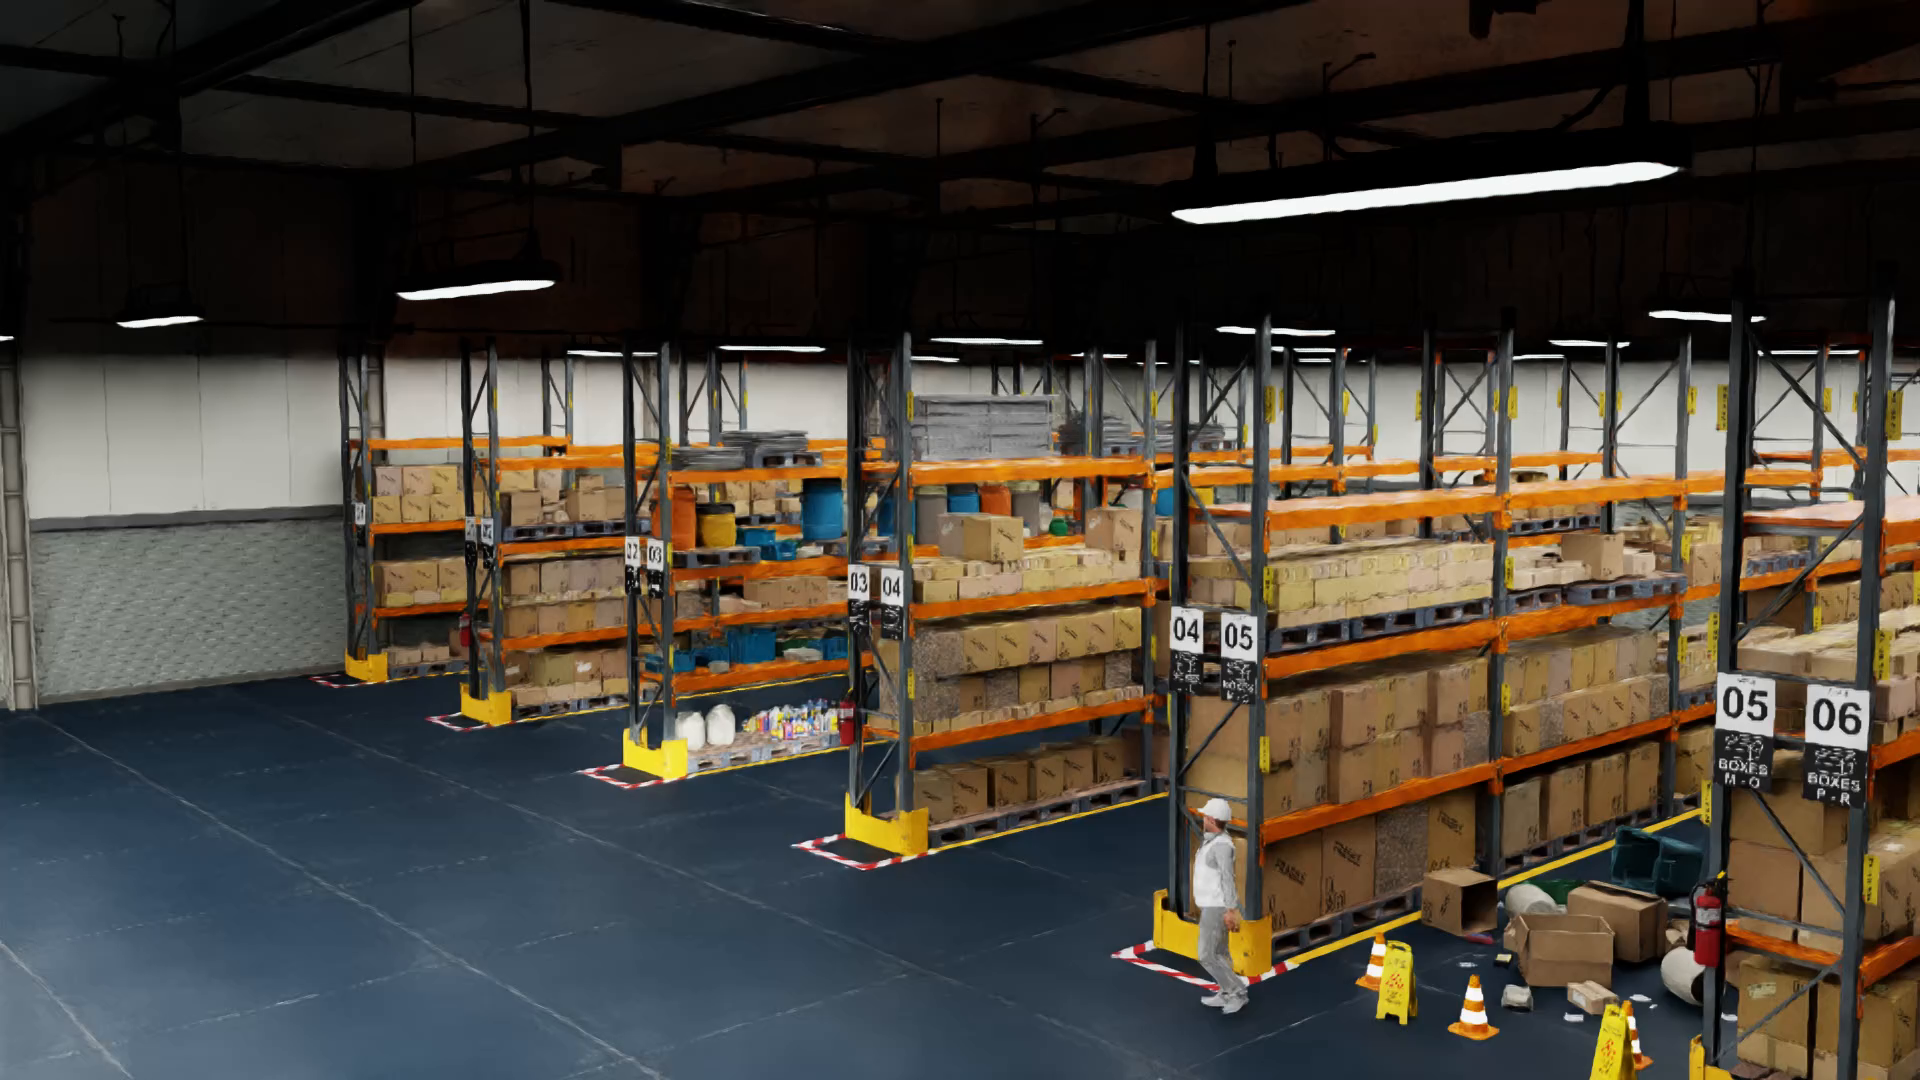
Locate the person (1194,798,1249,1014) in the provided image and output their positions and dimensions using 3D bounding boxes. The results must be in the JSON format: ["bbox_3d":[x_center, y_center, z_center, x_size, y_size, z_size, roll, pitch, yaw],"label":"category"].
[{"bbox_3d":[2.182,3.044,13.874,0.461,1.759,0.663,1,5,6],"label":"person"}]
